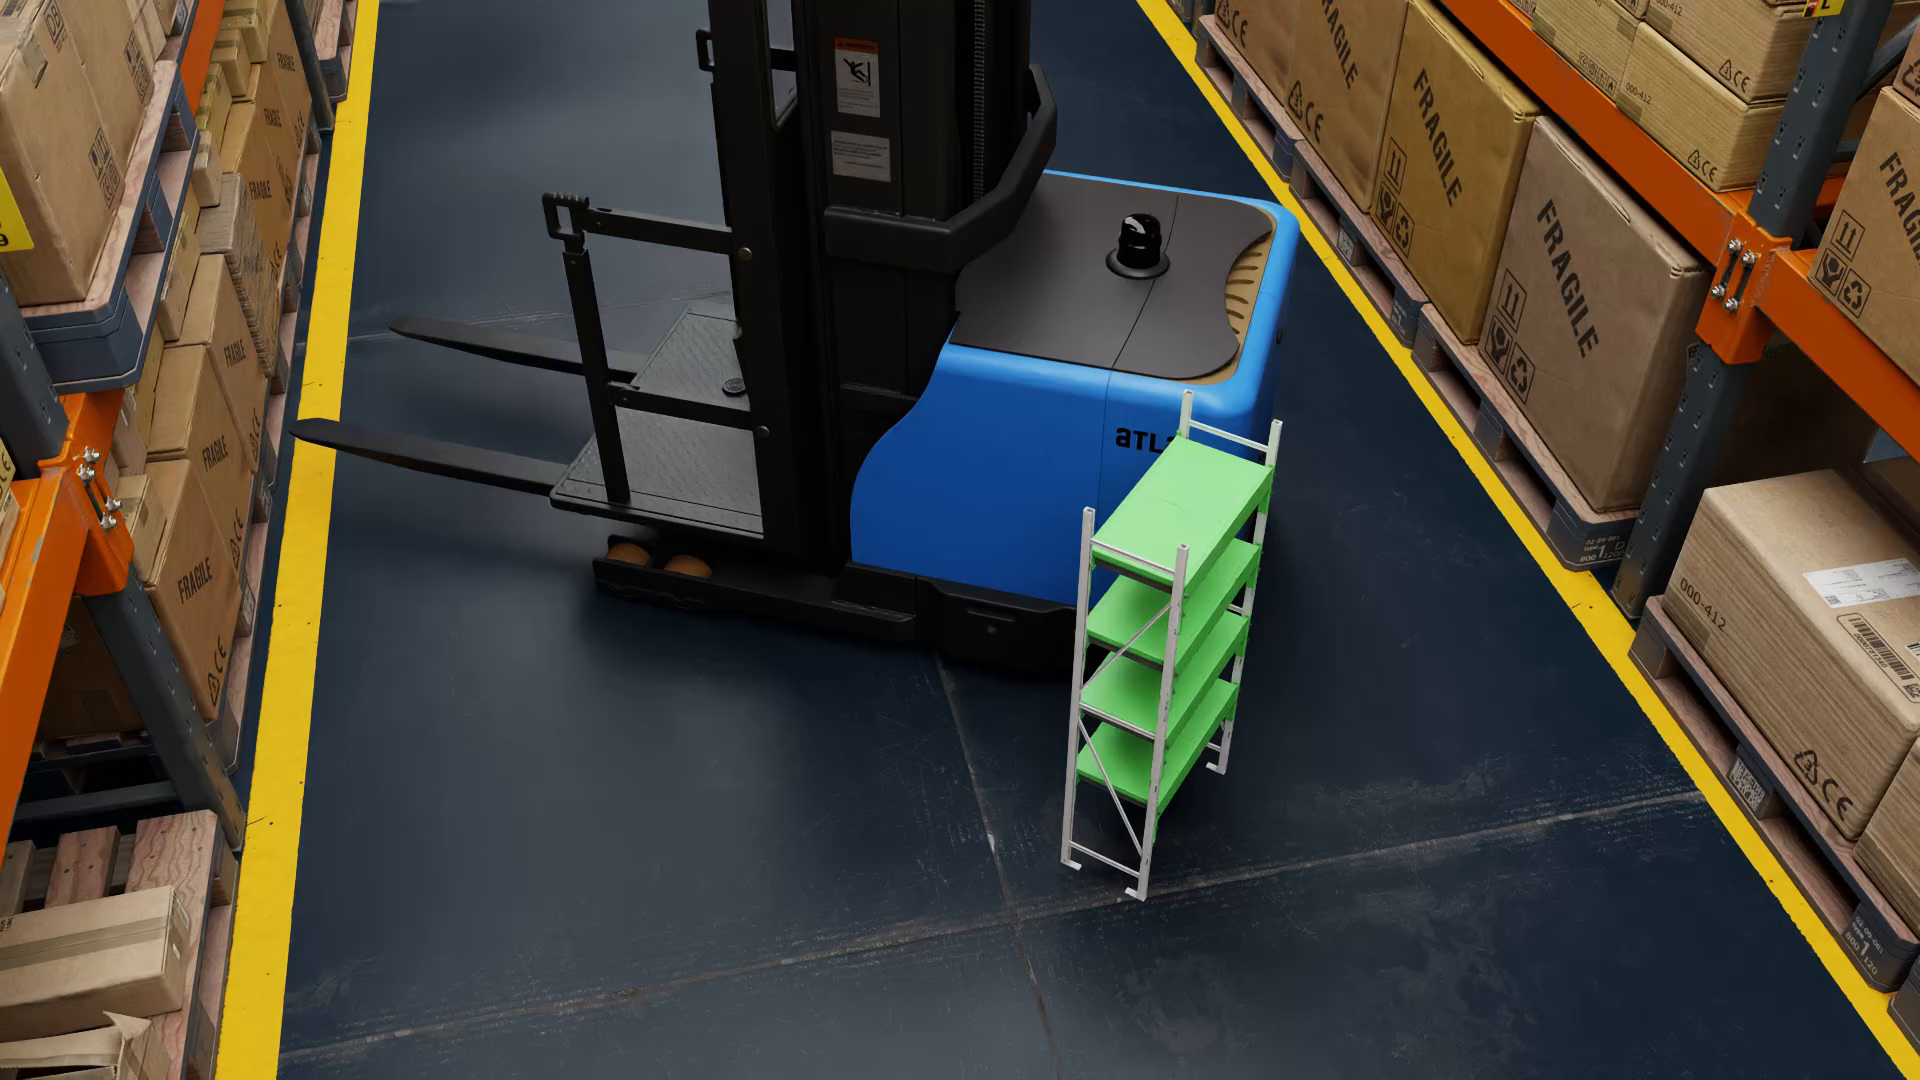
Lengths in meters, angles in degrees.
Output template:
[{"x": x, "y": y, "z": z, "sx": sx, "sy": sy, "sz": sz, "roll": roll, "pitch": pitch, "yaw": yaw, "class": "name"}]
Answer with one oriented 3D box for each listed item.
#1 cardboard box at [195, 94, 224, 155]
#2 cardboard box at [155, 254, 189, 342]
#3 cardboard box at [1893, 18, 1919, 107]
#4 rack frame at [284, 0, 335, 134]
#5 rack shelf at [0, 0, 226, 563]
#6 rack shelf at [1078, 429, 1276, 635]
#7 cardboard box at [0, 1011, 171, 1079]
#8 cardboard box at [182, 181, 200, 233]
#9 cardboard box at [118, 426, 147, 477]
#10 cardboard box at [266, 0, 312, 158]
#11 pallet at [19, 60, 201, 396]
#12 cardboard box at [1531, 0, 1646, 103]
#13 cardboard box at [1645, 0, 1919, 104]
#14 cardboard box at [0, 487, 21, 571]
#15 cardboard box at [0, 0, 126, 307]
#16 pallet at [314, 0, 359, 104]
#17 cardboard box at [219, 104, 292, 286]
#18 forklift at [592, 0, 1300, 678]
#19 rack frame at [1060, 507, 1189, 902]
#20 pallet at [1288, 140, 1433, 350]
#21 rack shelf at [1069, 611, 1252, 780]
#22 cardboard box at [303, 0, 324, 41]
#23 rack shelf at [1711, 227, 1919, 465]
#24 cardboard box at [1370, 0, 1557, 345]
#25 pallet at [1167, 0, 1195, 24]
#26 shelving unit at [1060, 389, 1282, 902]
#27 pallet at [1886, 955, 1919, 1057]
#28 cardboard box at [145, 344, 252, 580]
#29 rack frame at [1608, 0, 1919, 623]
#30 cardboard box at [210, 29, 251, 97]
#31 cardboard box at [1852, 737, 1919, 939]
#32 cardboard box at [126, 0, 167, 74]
[{"x": -2.709, "y": -1.359, "z": 5.599, "sx": 0.380, "sy": 0.149, "sz": 0.250, "roll": -9, "pitch": 42, "yaw": -10, "class": "cardboard box"}, {"x": -2.479, "y": -0.686, "z": 4.841, "sx": 0.380, "sy": 0.149, "sz": 0.250, "roll": -8, "pitch": 42, "yaw": -9, "class": "cardboard box"}, {"x": 2.343, "y": -1.056, "z": 3.351, "sx": 0.500, "sy": 0.500, "sz": 0.500, "roll": -8, "pitch": 42, "yaw": -9, "class": "cardboard box"}, {"x": -3.233, "y": -2.867, "z": 6.220, "sx": 1.000, "sy": 3.000, "sz": 0.127, "roll": -8, "pitch": 42, "yaw": -9, "class": "rack frame"}, {"x": -2.801, "y": -1.301, "z": 4.998, "sx": 1.077, "sy": 0.370, "sz": 4.000, "roll": -8, "pitch": 42, "yaw": -9, "class": "rack shelf"}, {"x": 0.493, "y": -0.027, "z": 3.749, "sx": 0.258, "sy": 0.148, "sz": 0.480, "roll": 22, "pitch": 46, "yaw": 23, "class": "rack shelf"}, {"x": -1.886, "y": 1.142, "z": 3.447, "sx": 0.396, "sy": 0.266, "sz": 0.258, "roll": -7, "pitch": 42, "yaw": -8, "class": "cardboard box"}, {"x": -2.617, "y": -1.018, "z": 5.215, "sx": 0.380, "sy": 0.149, "sz": 0.250, "roll": -8, "pitch": 42, "yaw": -9, "class": "cardboard box"}, {"x": -2.323, "y": -0.178, "z": 4.269, "sx": 0.380, "sy": 0.149, "sz": 0.250, "roll": -9, "pitch": 42, "yaw": -10, "class": "cardboard box"}, {"x": -2.932, "y": -1.846, "z": 6.636, "sx": 0.500, "sy": 0.500, "sz": 0.500, "roll": -7, "pitch": 42, "yaw": -8, "class": "cardboard box"}, {"x": -2.436, "y": -0.736, "z": 3.964, "sx": 1.003, "sy": 0.211, "sz": 1.213, "roll": -8, "pitch": 42, "yaw": -9, "class": "pallet"}, {"x": 2.024, "y": -1.516, "z": 4.812, "sx": 0.500, "sy": 0.250, "sz": 0.500, "roll": -9, "pitch": 42, "yaw": -10, "class": "cardboard box"}, {"x": 2.144, "y": -1.369, "z": 4.270, "sx": 0.500, "sy": 0.250, "sz": 0.500, "roll": -8, "pitch": 42, "yaw": -9, "class": "cardboard box"}, {"x": -2.054, "y": -0.009, "z": 3.190, "sx": 0.380, "sy": 0.149, "sz": 0.250, "roll": -8, "pitch": 42, "yaw": -9, "class": "cardboard box"}, {"x": -2.256, "y": -0.814, "z": 3.516, "sx": 0.700, "sy": 0.500, "sz": 0.500, "roll": -7, "pitch": 42, "yaw": -8, "class": "cardboard box"}, {"x": -3.373, "y": -2.363, "z": 7.753, "sx": 1.003, "sy": 0.211, "sz": 1.213, "roll": -8, "pitch": 42, "yaw": -9, "class": "pallet"}, {"x": -2.719, "y": -1.181, "z": 5.887, "sx": 0.500, "sy": 0.500, "sz": 0.500, "roll": -7, "pitch": 42, "yaw": -7, "class": "cardboard box"}, {"x": -0.600, "y": -1.211, "z": 4.407, "sx": 3.031, "sy": 2.935, "sz": 1.130, "roll": 11, "pitch": 43, "yaw": 12, "class": "forklift"}, {"x": 0.367, "y": 0.423, "z": 3.869, "sx": 0.240, "sy": 1.200, "sz": 0.015, "roll": 22, "pitch": 46, "yaw": 23, "class": "rack frame"}, {"x": 1.969, "y": -1.227, "z": 6.473, "sx": 1.003, "sy": 0.211, "sz": 1.213, "roll": -8, "pitch": 42, "yaw": -9, "class": "pallet"}, {"x": 0.493, "y": 0.332, "z": 4.068, "sx": 0.258, "sy": 0.148, "sz": 0.480, "roll": 22, "pitch": 46, "yaw": 23, "class": "rack shelf"}, {"x": -3.354, "y": -2.542, "z": 7.327, "sx": 0.875, "sy": 0.625, "sz": 0.625, "roll": -7, "pitch": 42, "yaw": -8, "class": "cardboard box"}, {"x": 2.908, "y": 0.578, "z": 2.881, "sx": 1.077, "sy": 0.370, "sz": 4.000, "roll": -8, "pitch": 42, "yaw": -9, "class": "rack shelf"}, {"x": 2.062, "y": -1.325, "z": 5.767, "sx": 0.875, "sy": 0.875, "sz": 0.875, "roll": -7, "pitch": 42, "yaw": -8, "class": "cardboard box"}, {"x": 1.446, "y": -3.044, "z": 8.521, "sx": 1.003, "sy": 0.211, "sz": 1.213, "roll": -8, "pitch": 42, "yaw": -9, "class": "pallet"}, {"x": 0.493, "y": 0.285, "z": 4.025, "sx": 0.258, "sy": 1.200, "sz": 0.503, "roll": 22, "pitch": 46, "yaw": 23, "class": "shelving unit"}, {"x": 2.831, "y": 1.352, "z": 3.568, "sx": 1.003, "sy": 0.211, "sz": 1.213, "roll": -8, "pitch": 42, "yaw": -9, "class": "pallet"}, {"x": -2.379, "y": -0.186, "z": 4.766, "sx": 0.500, "sy": 0.500, "sz": 0.500, "roll": -9, "pitch": 42, "yaw": -10, "class": "cardboard box"}, {"x": 2.476, "y": -0.988, "z": 4.103, "sx": 1.000, "sy": 3.000, "sz": 0.127, "roll": -8, "pitch": 42, "yaw": -9, "class": "rack frame"}, {"x": -2.776, "y": -1.698, "z": 5.982, "sx": 0.380, "sy": 0.149, "sz": 0.250, "roll": -10, "pitch": 43, "yaw": -11, "class": "cardboard box"}, {"x": 2.701, "y": 0.816, "z": 3.685, "sx": 0.875, "sy": 0.438, "sz": 0.875, "roll": -10, "pitch": 42, "yaw": -11, "class": "cardboard box"}, {"x": -2.295, "y": -1.336, "z": 4.281, "sx": 0.396, "sy": 0.266, "sz": 0.258, "roll": -6, "pitch": 42, "yaw": -7, "class": "cardboard box"}]
